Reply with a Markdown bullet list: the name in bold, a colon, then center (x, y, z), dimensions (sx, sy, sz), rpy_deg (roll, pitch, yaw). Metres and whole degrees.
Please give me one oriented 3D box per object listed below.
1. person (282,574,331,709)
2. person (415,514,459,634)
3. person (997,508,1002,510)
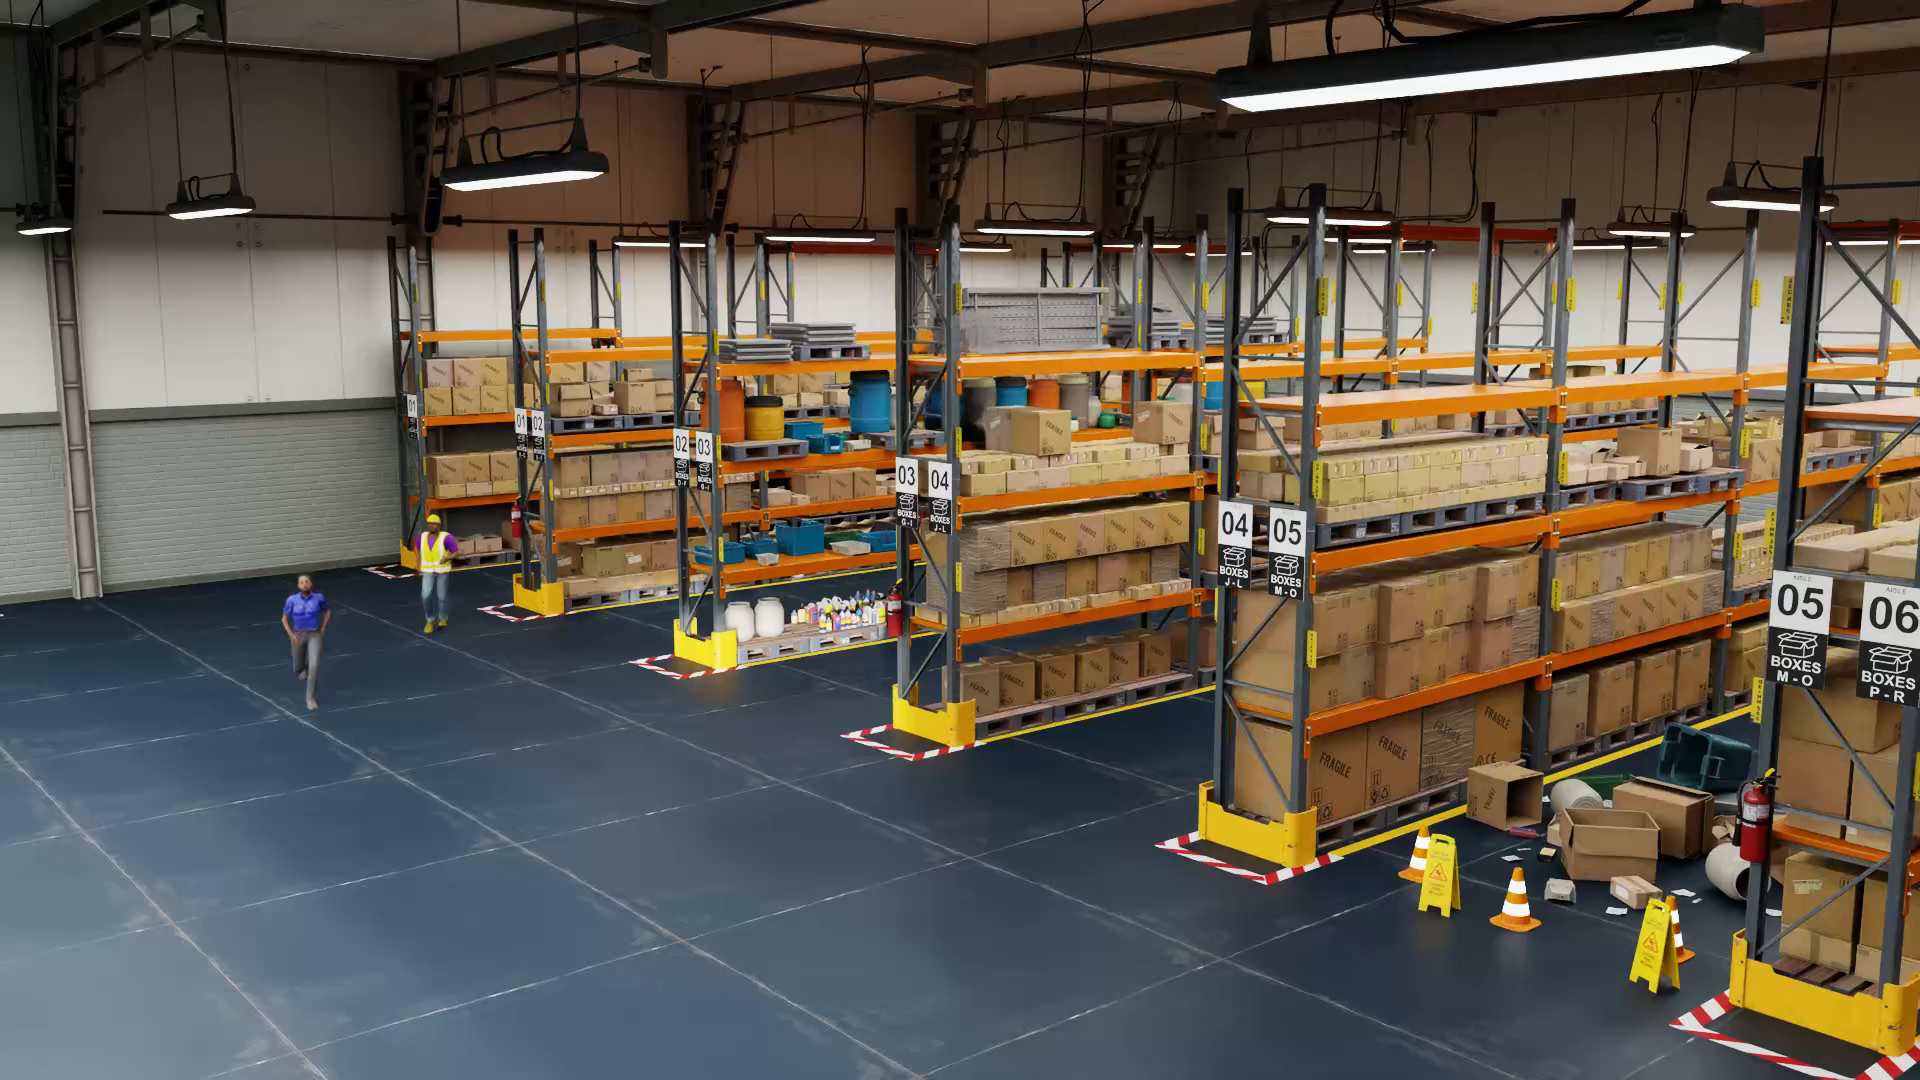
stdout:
- **person**: center (-8.109, 1.276, 20.689), dimensions (0.564, 1.539, 0.892), rpy_deg (-3, 9, -17)
- **person**: center (-7.809, 0.509, 24.796), dimensions (0.684, 1.793, 0.739), rpy_deg (-1, 9, -8)
- **person**: center (0.528, -0.187, 28.110), dimensions (0.660, 1.655, 0.507), rpy_deg (-7, 11, -40)
